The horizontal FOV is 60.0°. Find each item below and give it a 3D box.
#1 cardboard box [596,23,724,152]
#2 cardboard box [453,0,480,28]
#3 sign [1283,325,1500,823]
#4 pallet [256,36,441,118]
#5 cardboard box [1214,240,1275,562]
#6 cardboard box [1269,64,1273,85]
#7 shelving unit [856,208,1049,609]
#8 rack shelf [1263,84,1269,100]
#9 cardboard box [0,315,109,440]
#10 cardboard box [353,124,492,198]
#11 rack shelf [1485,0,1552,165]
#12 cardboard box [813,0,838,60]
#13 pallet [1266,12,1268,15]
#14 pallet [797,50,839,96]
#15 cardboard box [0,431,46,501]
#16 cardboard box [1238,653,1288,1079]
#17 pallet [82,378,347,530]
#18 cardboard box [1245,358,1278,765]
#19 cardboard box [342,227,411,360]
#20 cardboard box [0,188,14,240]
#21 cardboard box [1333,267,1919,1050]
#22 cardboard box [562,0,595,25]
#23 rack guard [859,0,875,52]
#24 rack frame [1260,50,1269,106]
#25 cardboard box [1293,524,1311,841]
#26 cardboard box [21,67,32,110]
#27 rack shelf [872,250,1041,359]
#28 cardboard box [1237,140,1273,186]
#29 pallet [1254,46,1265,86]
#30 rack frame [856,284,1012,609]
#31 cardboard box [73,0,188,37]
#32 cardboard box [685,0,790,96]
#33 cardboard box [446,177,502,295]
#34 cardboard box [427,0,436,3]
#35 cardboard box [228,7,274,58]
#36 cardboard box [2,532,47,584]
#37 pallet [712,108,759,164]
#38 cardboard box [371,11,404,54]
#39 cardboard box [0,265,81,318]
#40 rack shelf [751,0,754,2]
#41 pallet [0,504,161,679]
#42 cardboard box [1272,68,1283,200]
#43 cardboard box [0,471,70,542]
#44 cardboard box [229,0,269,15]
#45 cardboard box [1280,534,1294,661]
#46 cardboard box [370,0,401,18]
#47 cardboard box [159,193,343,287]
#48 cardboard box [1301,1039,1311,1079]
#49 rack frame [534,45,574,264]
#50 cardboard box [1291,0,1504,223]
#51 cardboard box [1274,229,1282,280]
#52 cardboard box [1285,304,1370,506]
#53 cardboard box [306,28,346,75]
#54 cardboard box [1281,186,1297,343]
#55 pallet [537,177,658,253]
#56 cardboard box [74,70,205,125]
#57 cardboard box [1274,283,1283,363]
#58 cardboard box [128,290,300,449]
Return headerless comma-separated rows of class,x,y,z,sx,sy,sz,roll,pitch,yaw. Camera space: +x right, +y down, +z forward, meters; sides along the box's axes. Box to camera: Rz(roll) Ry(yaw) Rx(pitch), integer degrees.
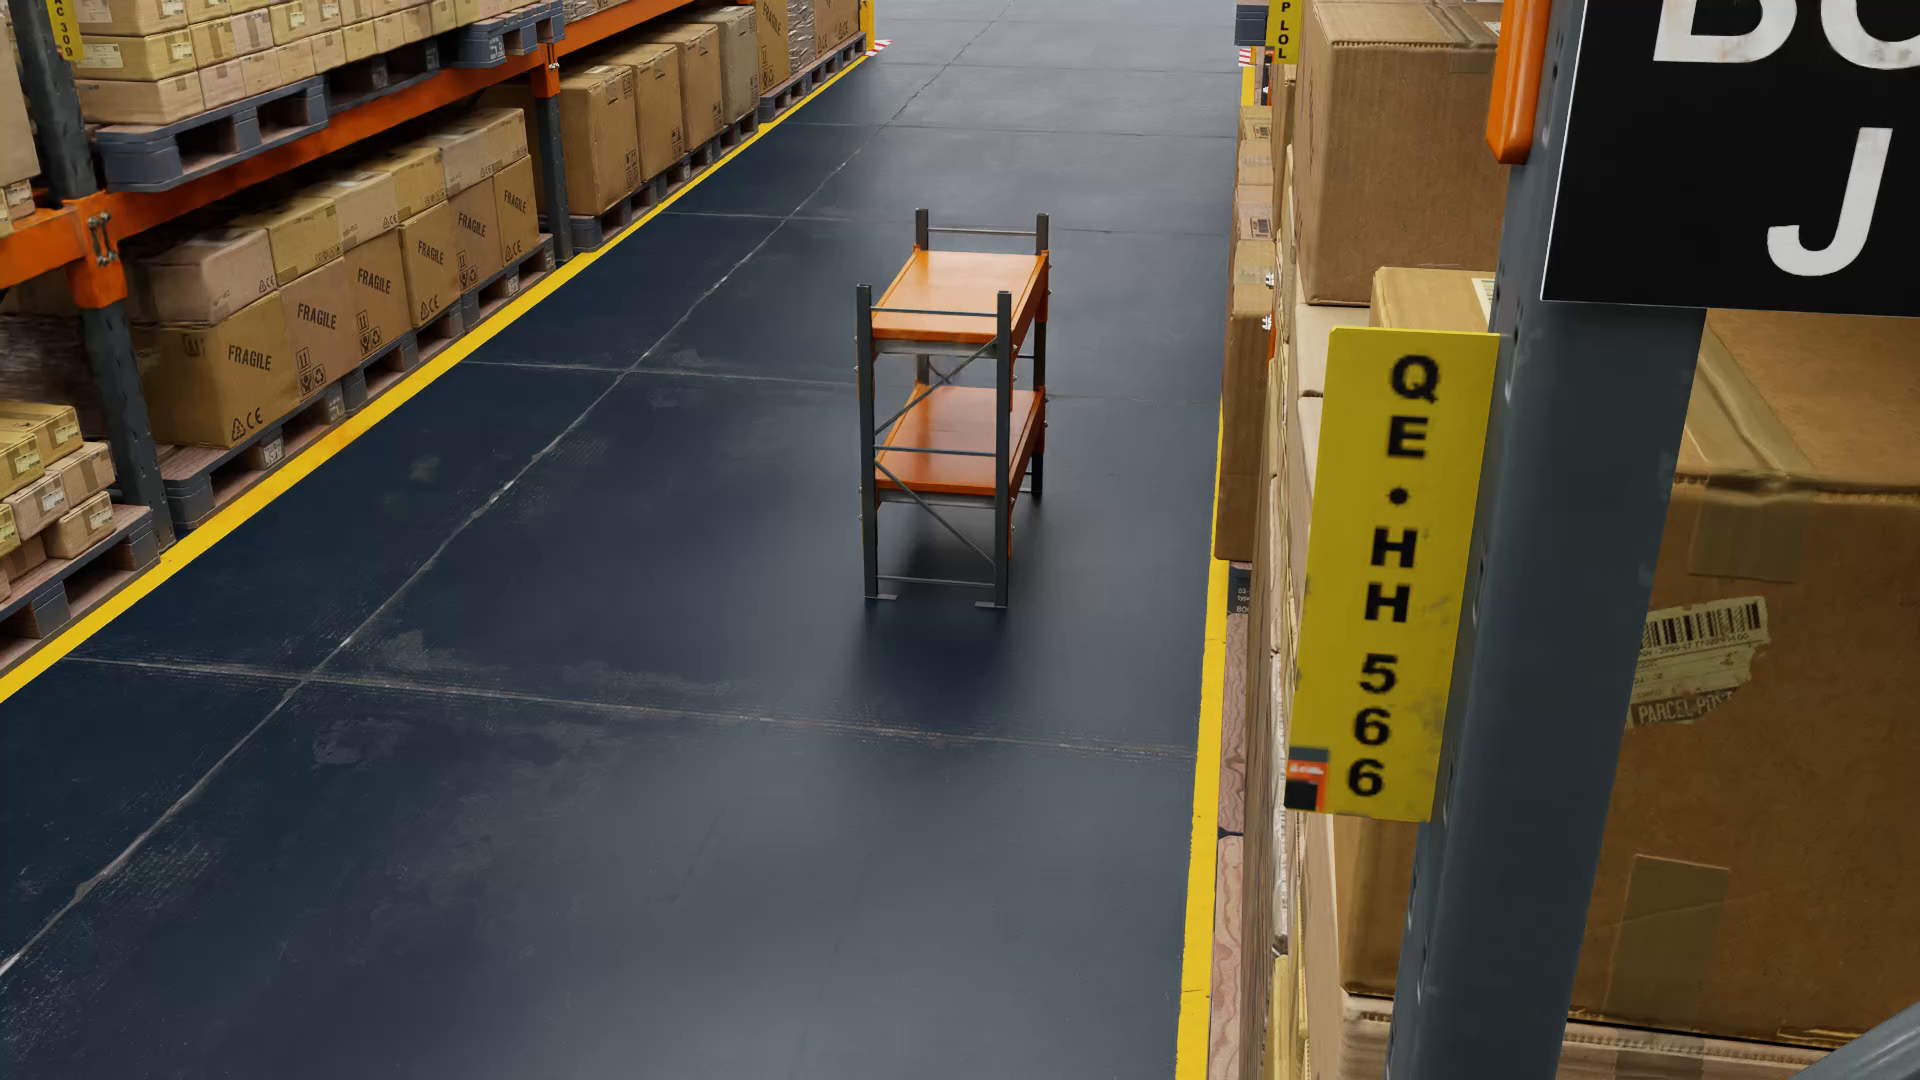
cardboard box,-2.298,-3.202,11.711,1.050,0.750,0.750,4,25,9
cardboard box,-2.533,-2.550,7.960,0.380,0.149,0.250,4,25,8
sign,0.259,0.030,1.003,0.100,0.325,0.005,4,25,9
pallet,-3.061,-2.109,7.444,1.003,0.211,1.213,4,25,9
cardboard box,1.531,-0.465,5.716,1.225,0.875,0.875,4,25,9
cardboard box,1.669,-2.286,7.477,0.500,0.500,0.500,3,25,7
shelving unit,-0.001,-0.507,6.006,0.538,1.125,1.048,4,25,9
rack shelf,2.426,-3.152,10.293,1.077,0.370,4.000,4,25,9
cardboard box,-3.559,-0.739,6.744,0.500,0.500,0.500,4,25,8
cardboard box,-2.702,-1.908,8.357,0.500,0.250,0.500,4,25,9
rack shelf,1.119,-1.164,2.509,1.077,0.370,4.000,4,25,9
cardboard box,-1.657,-4.944,15.285,0.875,0.875,0.875,4,25,8
pallet,2.382,-3.385,10.169,1.003,0.211,1.213,4,25,9
pallet,-1.725,-4.261,15.104,1.003,0.211,1.213,4,25,9
cardboard box,-3.235,-0.246,5.403,0.380,0.149,0.250,4,25,9
cardboard box,0.966,0.823,2.964,0.875,0.875,0.875,4,25,9
pallet,-3.305,-0.417,6.891,1.003,0.211,1.213,4,25,9
cardboard box,1.259,0.075,4.563,0.875,0.875,0.875,4,25,9
cardboard box,-2.892,-1.144,7.609,0.500,0.500,0.500,4,25,9
cardboard box,-3.181,-0.989,5.121,0.380,0.149,0.250,3,25,7
cardboard box,0.612,0.077,1.490,0.500,0.500,0.500,4,25,9
cardboard box,-2.438,-3.241,9.518,0.500,0.500,0.500,4,25,9
rack guard,-1.466,-5.251,16.878,1.175,0.500,0.348,4,25,9
rack frame,2.753,-4.314,11.928,1.000,3.000,0.127,4,25,9
cardboard box,0.693,0.205,2.100,0.500,0.250,0.500,4,25,8
cardboard box,-3.562,-1.610,5.952,0.380,0.149,0.250,3,25,7
rack shelf,-0.001,-0.838,5.850,0.459,0.093,0.952,4,25,9
cardboard box,1.813,-1.209,7.306,1.225,0.875,0.875,4,25,9
pallet,3.227,-4.355,15.304,1.003,0.211,1.213,4,25,9
rack frame,-0.084,-0.294,5.551,0.500,1.125,0.032,4,25,9
cardboard box,-2.913,-1.833,5.726,0.380,0.149,0.250,5,26,11
cardboard box,-1.952,-4.186,13.665,0.875,0.875,0.875,4,25,9
cardboard box,-2.716,-1.575,8.529,0.500,0.500,0.500,5,26,11
cardboard box,-2.576,-2.569,7.651,0.380,0.149,0.250,4,25,8
cardboard box,-2.831,-1.914,6.252,0.380,0.149,0.250,5,25,10
cardboard box,-3.284,0.038,5.499,0.380,0.149,0.250,5,25,10
pallet,-2.175,-3.109,12.643,1.003,0.211,1.213,4,25,9
cardboard box,-2.661,-2.215,7.244,0.380,0.149,0.250,3,25,6
cardboard box,-3.559,-1.081,6.589,0.500,0.250,0.500,3,25,7
rack shelf,-1.797,-5.210,14.692,1.077,0.370,4.000,4,25,9
pallet,-3.506,0.192,5.590,1.003,0.211,1.213,4,25,9
cardboard box,1.340,-1.434,5.658,0.500,0.500,0.500,5,26,10
cardboard box,-3.201,-0.120,5.484,0.380,0.149,0.250,3,25,6
cardboard box,-2.829,-2.057,6.205,0.380,0.149,0.250,4,25,9
cardboard box,0.733,0.111,2.770,0.380,0.149,0.250,4,25,9
cardboard box,-2.659,-2.352,7.187,0.380,0.149,0.250,4,25,7
cardboard box,-2.965,-1.265,6.983,0.500,0.250,0.500,5,25,10
cardboard box,0.525,0.647,1.626,0.380,0.149,0.250,5,25,10
rack frame,-2.777,-3.027,9.178,1.000,3.000,0.127,4,25,9
cardboard box,1.027,-0.986,3.760,0.500,0.500,0.500,4,25,9
cardboard box,1.069,-0.753,4.618,0.380,0.149,0.250,4,25,9
cardboard box,0.857,-0.226,3.021,0.500,0.250,0.500,4,25,9
cardboard box,-2.745,-1.995,6.775,0.380,0.149,0.250,3,25,6
cardboard box,1.024,-0.649,3.924,0.500,0.250,0.500,4,25,8
pallet,-2.574,-2.088,10.463,1.003,0.211,1.213,4,25,9
cardboard box,-2.913,-1.563,5.852,0.380,0.149,0.250,3,25,6
cardboard box,0.984,-0.533,4.148,0.380,0.149,0.250,5,26,10
cardboard box,-3.049,-0.703,6.666,0.500,0.500,0.500,5,26,11
